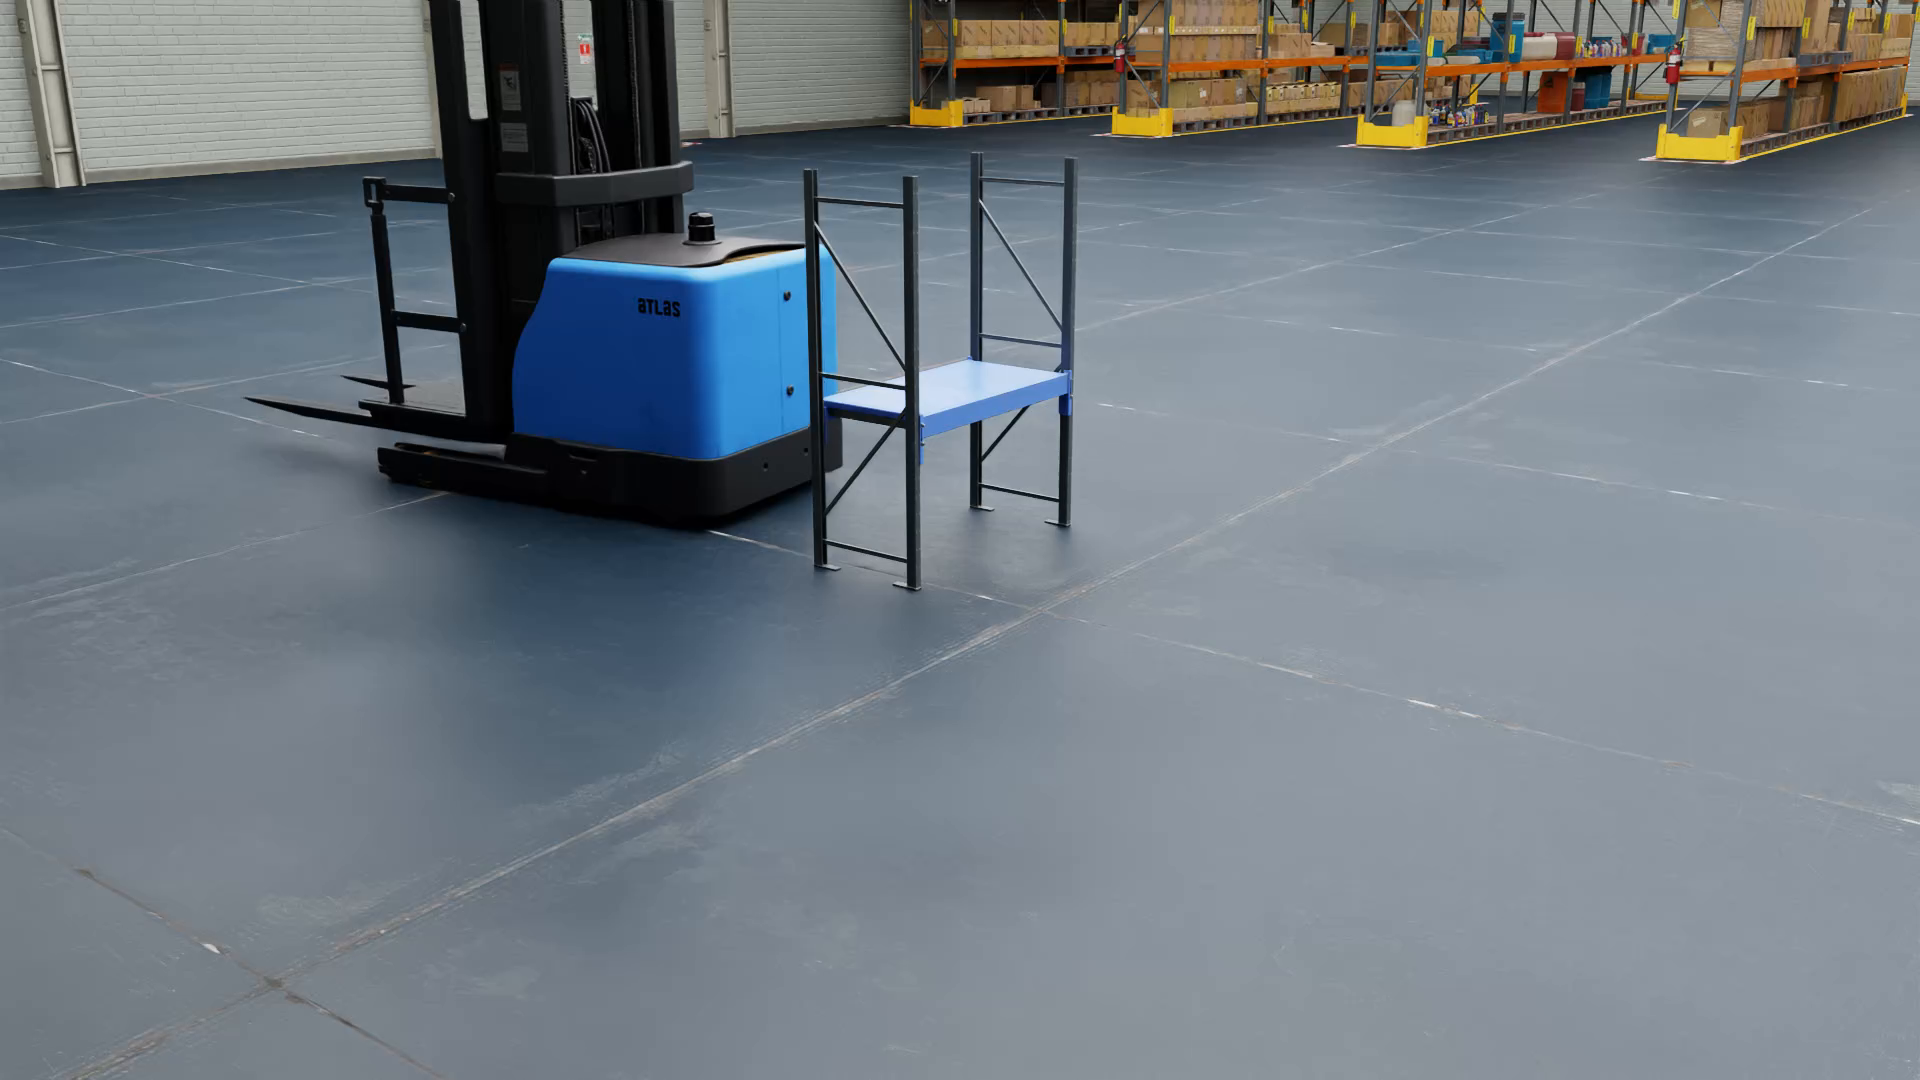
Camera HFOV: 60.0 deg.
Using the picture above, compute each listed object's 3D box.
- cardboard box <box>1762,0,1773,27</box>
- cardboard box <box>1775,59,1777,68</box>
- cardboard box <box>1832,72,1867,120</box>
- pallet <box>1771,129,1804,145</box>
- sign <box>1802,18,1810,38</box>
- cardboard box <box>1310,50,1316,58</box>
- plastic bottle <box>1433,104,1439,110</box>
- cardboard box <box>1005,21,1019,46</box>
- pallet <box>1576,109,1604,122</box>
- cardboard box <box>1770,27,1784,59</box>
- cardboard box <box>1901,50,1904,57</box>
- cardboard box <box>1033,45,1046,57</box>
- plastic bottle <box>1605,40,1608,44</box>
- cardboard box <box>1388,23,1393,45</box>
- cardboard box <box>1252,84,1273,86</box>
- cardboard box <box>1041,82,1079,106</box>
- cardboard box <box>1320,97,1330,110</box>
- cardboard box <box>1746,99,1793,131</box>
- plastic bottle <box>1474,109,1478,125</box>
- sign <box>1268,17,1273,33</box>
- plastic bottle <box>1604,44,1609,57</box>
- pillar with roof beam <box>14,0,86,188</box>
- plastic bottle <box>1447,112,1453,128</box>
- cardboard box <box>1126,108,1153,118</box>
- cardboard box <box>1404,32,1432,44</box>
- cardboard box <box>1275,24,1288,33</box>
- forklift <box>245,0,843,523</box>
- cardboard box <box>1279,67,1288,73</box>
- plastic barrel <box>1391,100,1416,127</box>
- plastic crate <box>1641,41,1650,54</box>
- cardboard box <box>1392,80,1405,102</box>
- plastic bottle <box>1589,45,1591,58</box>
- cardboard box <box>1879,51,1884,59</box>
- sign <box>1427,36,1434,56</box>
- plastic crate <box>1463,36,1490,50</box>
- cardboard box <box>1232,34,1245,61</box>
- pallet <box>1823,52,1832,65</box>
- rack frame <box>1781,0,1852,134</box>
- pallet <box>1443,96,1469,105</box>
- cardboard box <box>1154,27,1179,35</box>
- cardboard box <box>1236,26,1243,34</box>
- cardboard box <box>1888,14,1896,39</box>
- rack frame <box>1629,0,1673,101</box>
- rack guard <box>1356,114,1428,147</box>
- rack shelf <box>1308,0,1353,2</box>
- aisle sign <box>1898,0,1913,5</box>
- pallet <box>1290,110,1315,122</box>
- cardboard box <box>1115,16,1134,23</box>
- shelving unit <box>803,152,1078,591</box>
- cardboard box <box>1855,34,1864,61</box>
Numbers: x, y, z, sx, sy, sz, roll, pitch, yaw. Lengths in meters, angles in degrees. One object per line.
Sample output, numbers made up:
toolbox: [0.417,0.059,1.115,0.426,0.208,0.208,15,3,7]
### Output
cardboard box: [12.248,-8.208,25.760,0.500,0.500,0.500,12,21,35]
cardboard box: [13.105,-7.780,27.164,0.380,0.149,0.250,12,21,35]
cardboard box: [17.130,-8.803,32.907,1.225,0.875,0.875,12,21,35]
pallet: [14.244,-7.146,29.401,1.003,0.211,1.213,12,21,35]
sign: [14.222,-8.612,27.958,0.100,0.325,0.005,12,21,35]
cardboard box: [7.497,-10.563,36.124,0.380,0.149,0.250,14,22,39]
plastic bottle: [8.877,-7.949,31.007,0.144,0.351,0.185,11,21,32]
cardboard box: [0.903,-10.685,35.049,0.500,0.500,0.500,13,22,36]
pallet: [13.351,-9.273,36.249,1.003,0.211,1.213,12,21,35]
cardboard box: [12.920,-8.136,27.216,0.875,0.500,0.500,12,21,35]
cardboard box: [20.530,-10.706,36.586,0.380,0.149,0.250,13,21,36]
cardboard box: [1.505,-10.573,35.951,0.500,0.250,0.500,13,21,35]
plastic bottle: [14.170,-10.798,36.542,0.144,0.351,0.185,12,21,35]
cardboard box: [9.774,-11.949,39.288,0.500,0.500,0.700,-16,23,-42]
cardboard box: [6.443,-9.590,35.549,0.500,0.311,0.500,12,21,35]
cardboard box: [2.272,-10.113,37.724,0.700,0.500,0.500,13,22,37]
cardboard box: [7.789,-9.592,36.503,0.500,0.250,0.500,12,21,34]
cardboard box: [14.165,-7.451,29.153,0.700,0.500,0.500,11,20,31]
plastic bottle: [9.473,-7.784,30.591,0.061,0.283,0.133,14,22,38]
sign: [6.274,-10.397,33.574,0.100,0.325,0.005,12,21,35]
plastic bottle: [13.997,-10.624,36.105,0.152,0.276,0.135,12,21,35]
pillar with roof beam: [-8.081,-8.102,17.661,9.100,9.000,0.400,12,21,35]
plastic bottle: [8.751,-7.499,29.692,0.097,0.271,0.097,0,17,0]
cardboard box: [3.527,-8.159,31.886,0.500,0.250,0.500,12,21,35]
cardboard box: [11.117,-12.070,40.386,0.500,0.500,0.500,13,22,36]
cardboard box: [8.277,-13.621,45.043,0.980,0.700,0.700,12,21,34]
forklift: [-2.075,-1.766,7.488,3.031,2.935,1.130,9,20,28]
cardboard box: [8.730,-12.846,45.465,0.380,0.149,0.250,12,21,34]
plastic barrel: [7.751,-7.398,28.995,0.421,0.512,0.421,0,17,0]
plastic crate: [15.628,-11.376,38.418,0.437,0.282,0.530,12,21,35]
cardboard box: [10.229,-10.681,39.554,0.500,0.500,0.500,13,21,35]
plastic bottle: [13.288,-10.325,35.150,0.097,0.271,0.097,0,17,0]
cardboard box: [18.991,-10.090,34.600,0.380,0.149,0.250,12,21,35]
sign: [7.860,-8.249,27.782,0.100,0.325,0.005,12,21,35]
plastic crate: [9.846,-9.368,31.744,0.402,0.464,0.583,12,21,35]
cardboard box: [5.259,-9.858,33.262,0.700,0.500,0.500,12,21,34]
pallet: [15.018,-8.675,29.944,1.003,0.211,1.213,12,21,35]
rack frame: [16.165,-9.245,31.457,1.000,3.000,0.127,12,21,35]
pallet: [12.458,-11.362,42.976,1.003,0.211,1.213,12,21,35]
cardboard box: [3.851,-9.504,31.029,0.380,0.149,0.250,12,21,34]
cardboard box: [5.379,-10.115,32.995,0.380,0.149,0.250,12,21,35]
cardboard box: [19.338,-10.811,34.987,0.500,0.500,0.500,12,21,35]
rack frame: [16.954,-12.026,40.411,1.000,3.000,0.127,12,21,35]
rack guard: [7.428,-7.048,28.595,1.175,0.500,0.348,12,21,35]
rack shelf: [7.020,-11.609,35.225,1.077,0.370,4.000,12,21,35]
aisle sign: [21.215,-12.356,37.092,0.394,0.787,0.004,12,21,35]
pallet: [6.962,-9.186,35.970,1.003,0.211,1.213,12,21,35]
cardboard box: [3.869,-12.272,39.200,0.380,0.149,0.250,9,19,26]
shelving unit: [-0.051,-0.696,6.456,0.538,1.500,1.048,12,21,35]
cardboard box: [17.281,-9.606,32.452,0.500,0.500,0.500,12,21,34]
